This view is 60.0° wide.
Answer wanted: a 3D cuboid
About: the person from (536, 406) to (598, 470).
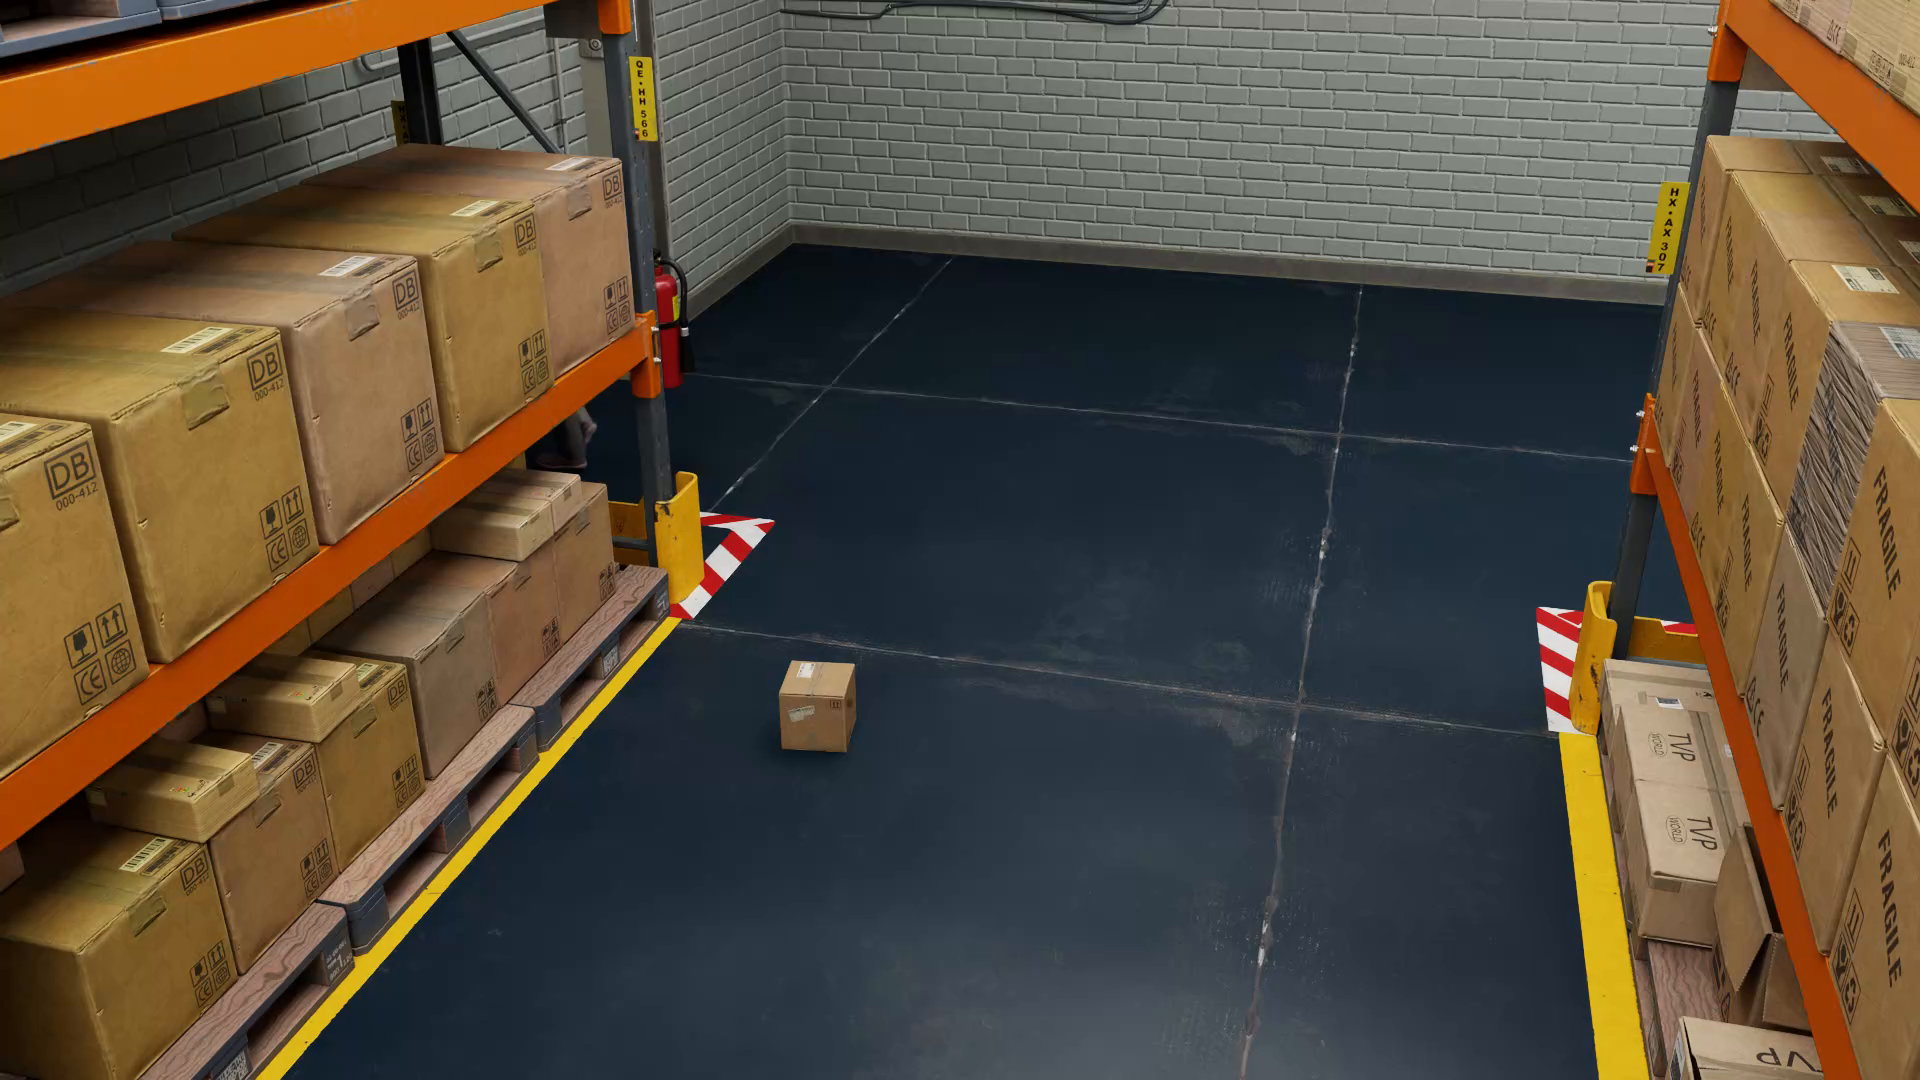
[{"bbox_3d":[-2.124,-1.133,8.477,0.445,1.668,0.495,6,26,13],"label":"person"}]
